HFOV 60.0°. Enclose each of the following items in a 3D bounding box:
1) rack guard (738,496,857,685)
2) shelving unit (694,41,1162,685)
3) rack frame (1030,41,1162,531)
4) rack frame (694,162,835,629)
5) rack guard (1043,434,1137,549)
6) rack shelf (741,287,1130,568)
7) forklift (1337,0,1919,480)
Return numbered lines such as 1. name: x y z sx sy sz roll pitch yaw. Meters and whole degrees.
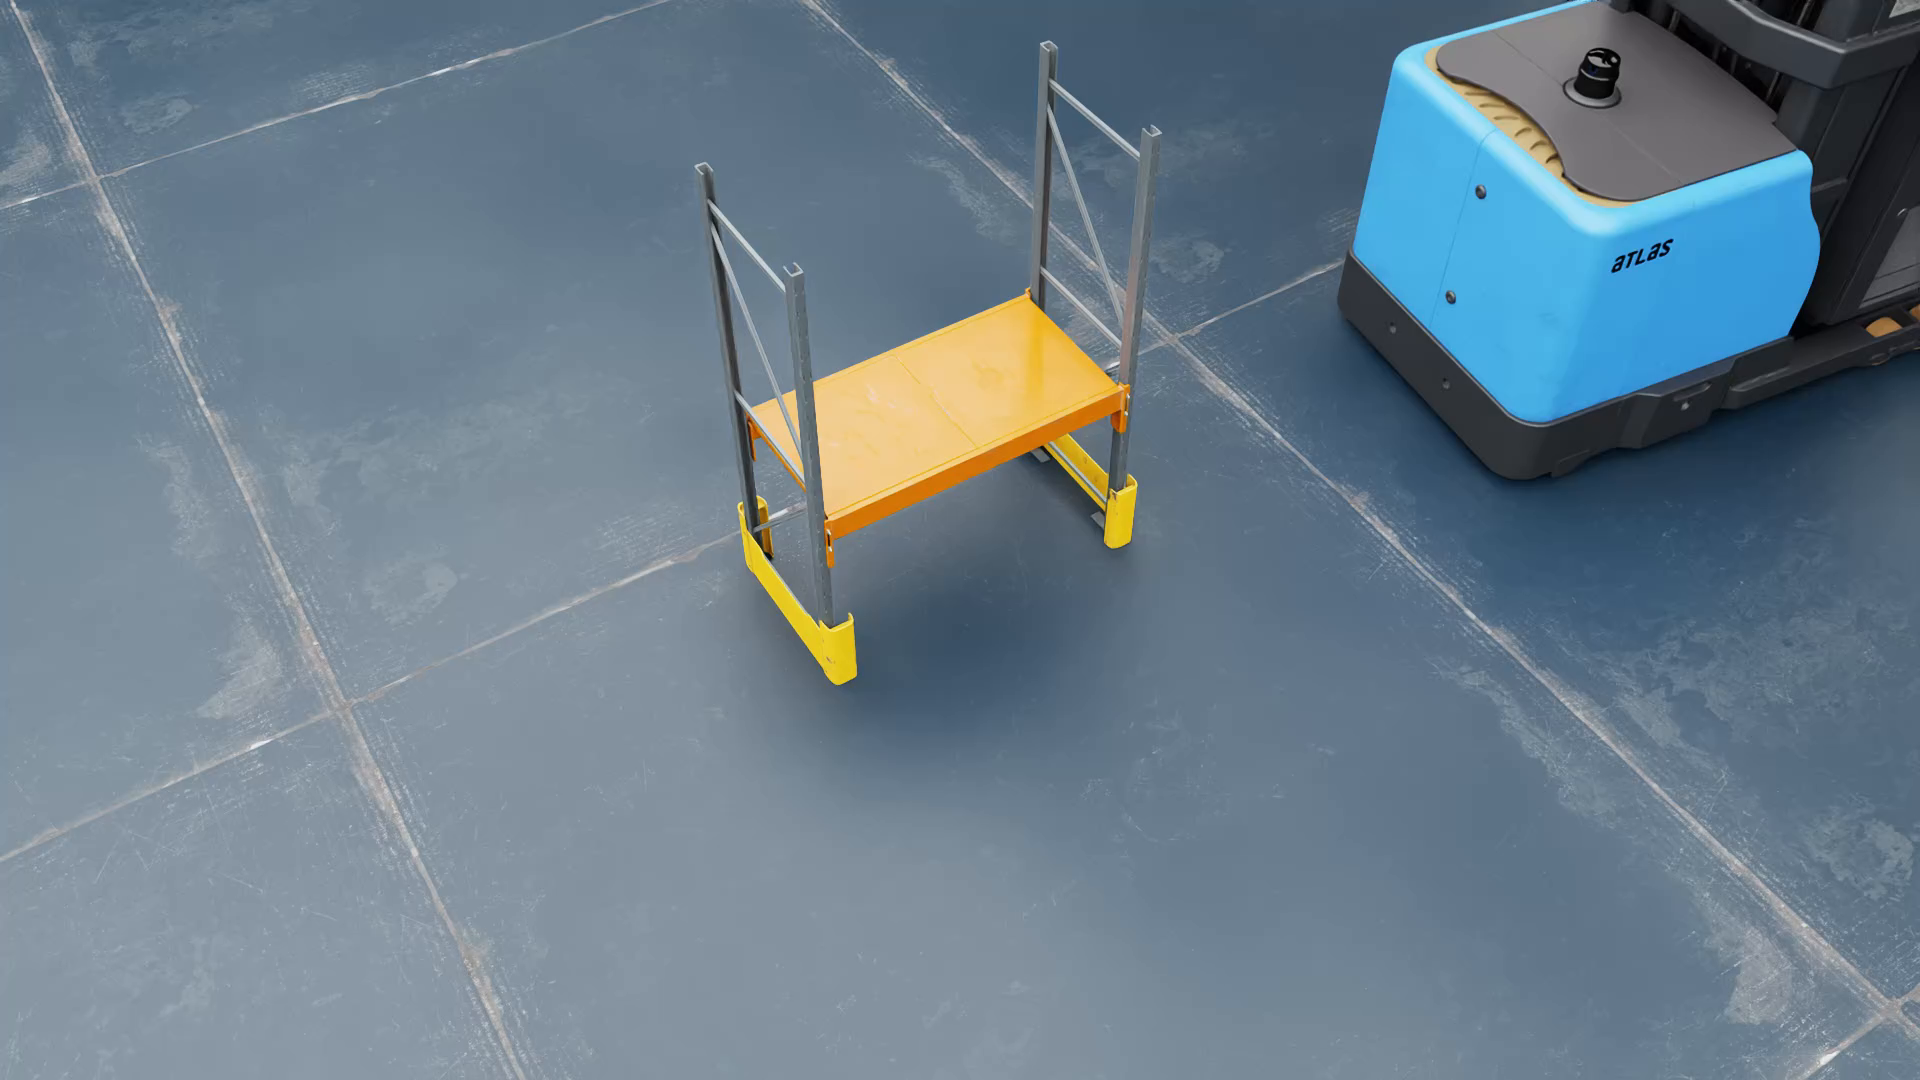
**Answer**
1. rack guard: -0.486 0.146 4.953 0.087 0.250 0.587 -25 53 -21
2. shelving unit: -0.064 -0.468 4.663 1.083 1.500 0.587 -25 53 -21
3. rack frame: 0.358 -0.667 4.840 0.032 1.500 0.500 -25 53 -21
4. rack frame: -0.502 -0.262 4.479 0.032 1.500 0.500 -25 53 -21
5. rack guard: 0.357 -0.251 5.306 0.087 0.250 0.587 -25 53 -21
6. rack shelf: -0.072 -0.345 4.794 1.000 0.185 0.538 -25 53 -21
7. forklift: 2.898 -1.923 5.000 3.031 2.935 1.130 -19 51 -16
